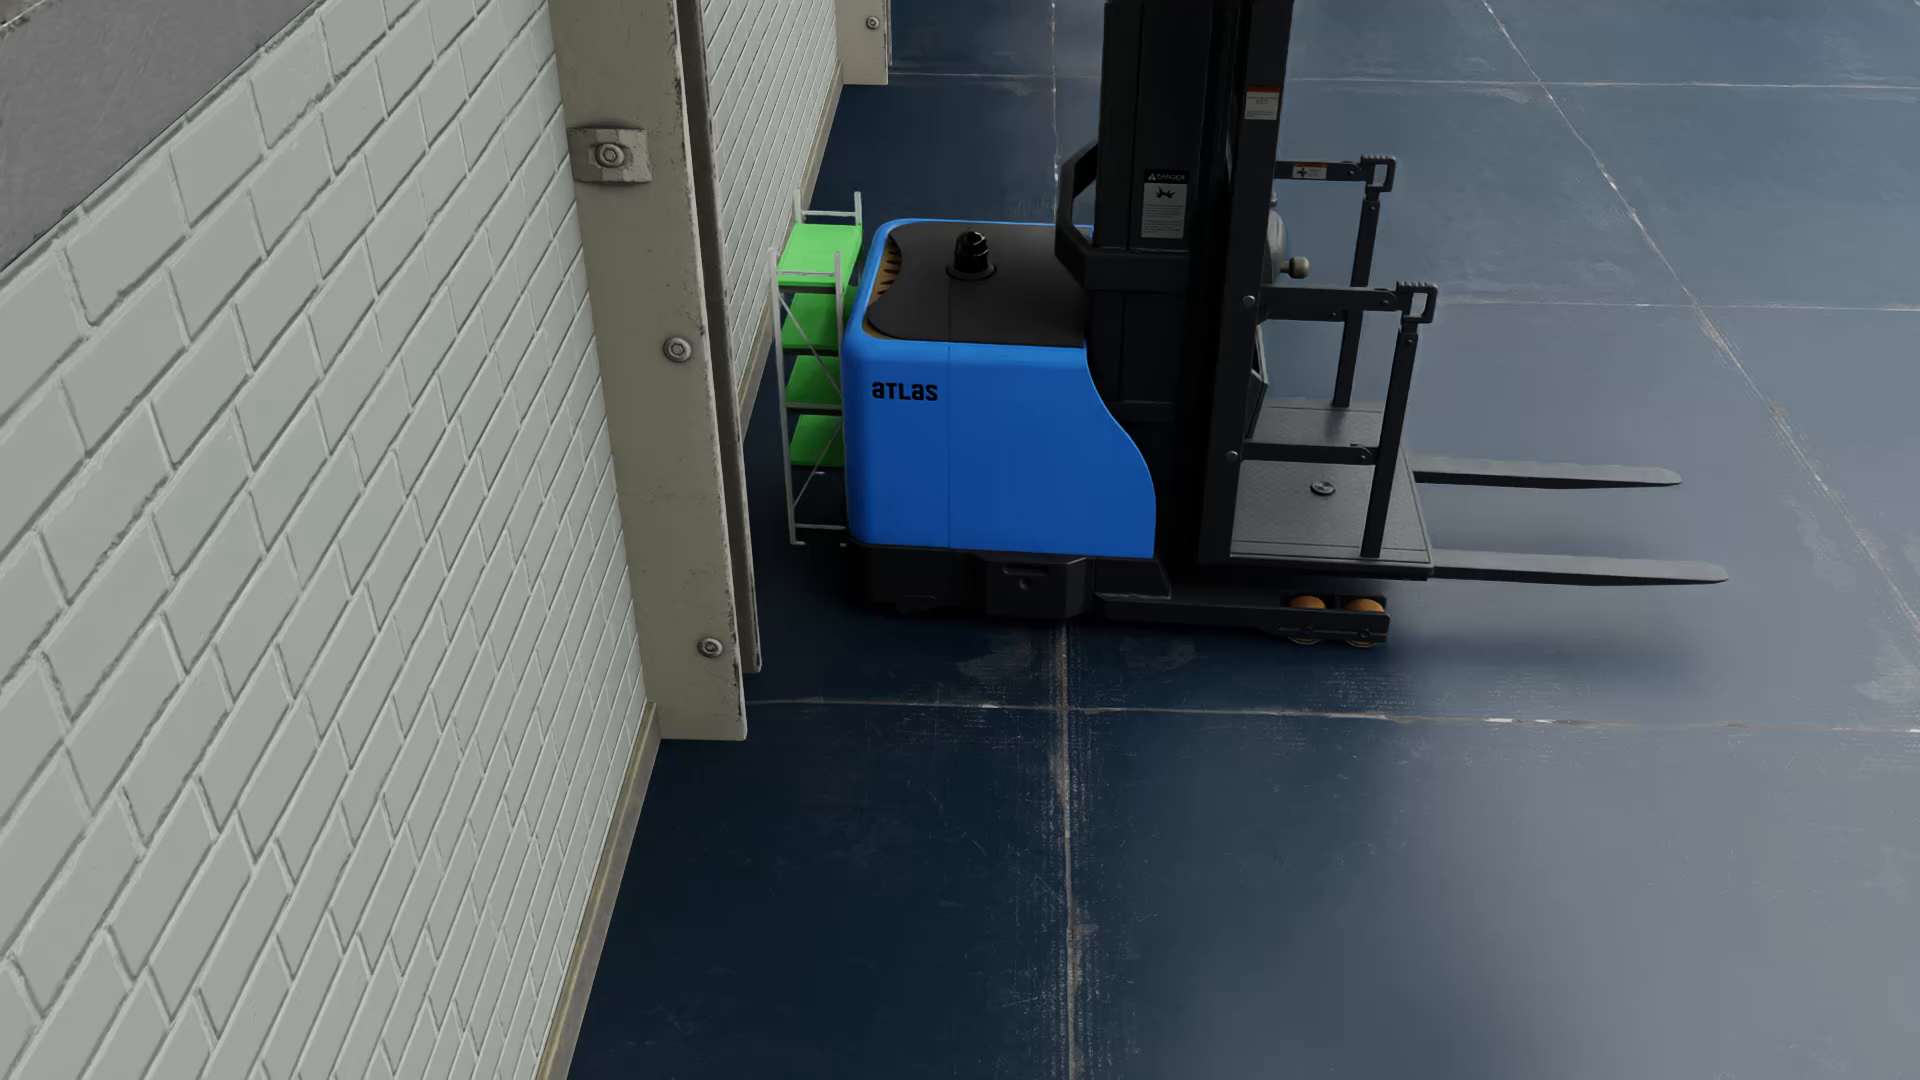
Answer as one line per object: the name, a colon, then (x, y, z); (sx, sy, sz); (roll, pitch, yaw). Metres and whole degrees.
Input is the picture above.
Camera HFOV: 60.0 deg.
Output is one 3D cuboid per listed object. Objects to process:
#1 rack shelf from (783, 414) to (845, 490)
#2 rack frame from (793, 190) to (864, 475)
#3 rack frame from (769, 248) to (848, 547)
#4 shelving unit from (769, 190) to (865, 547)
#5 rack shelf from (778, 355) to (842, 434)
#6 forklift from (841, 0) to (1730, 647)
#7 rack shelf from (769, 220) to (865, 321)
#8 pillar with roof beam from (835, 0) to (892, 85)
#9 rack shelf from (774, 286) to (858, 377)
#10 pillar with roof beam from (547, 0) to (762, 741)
rack shelf: (-0.495, -0.363, 6.252); (0.258, 0.148, 0.480); (3, 35, 4)
rack frame: (-0.473, -0.752, 6.276); (0.240, 1.200, 0.015); (3, 35, 4)
rack frame: (-0.517, -0.472, 5.878); (0.240, 1.200, 0.015); (3, 35, 4)
shelving unit: (-0.495, -0.612, 6.077); (0.258, 1.200, 0.503); (3, 35, 4)
rack shelf: (-0.495, -0.560, 6.114); (0.258, 0.148, 0.480); (3, 35, 4)
forklift: (1.149, -1.151, 5.338); (3.031, 2.935, 1.130); (3, 35, 4)
rack shelf: (-0.496, -0.952, 5.838); (0.258, 0.148, 0.480); (3, 35, 4)
pillar with roof beam: (3.706, -6.504, 7.678); (9.100, 9.000, 0.400); (1, 35, 2)
rack shelf: (-0.495, -0.756, 5.976); (0.258, 0.148, 0.480); (3, 35, 4)
pillar with roof beam: (3.465, -3.056, 2.773); (9.100, 9.000, 0.400); (1, 35, 2)
